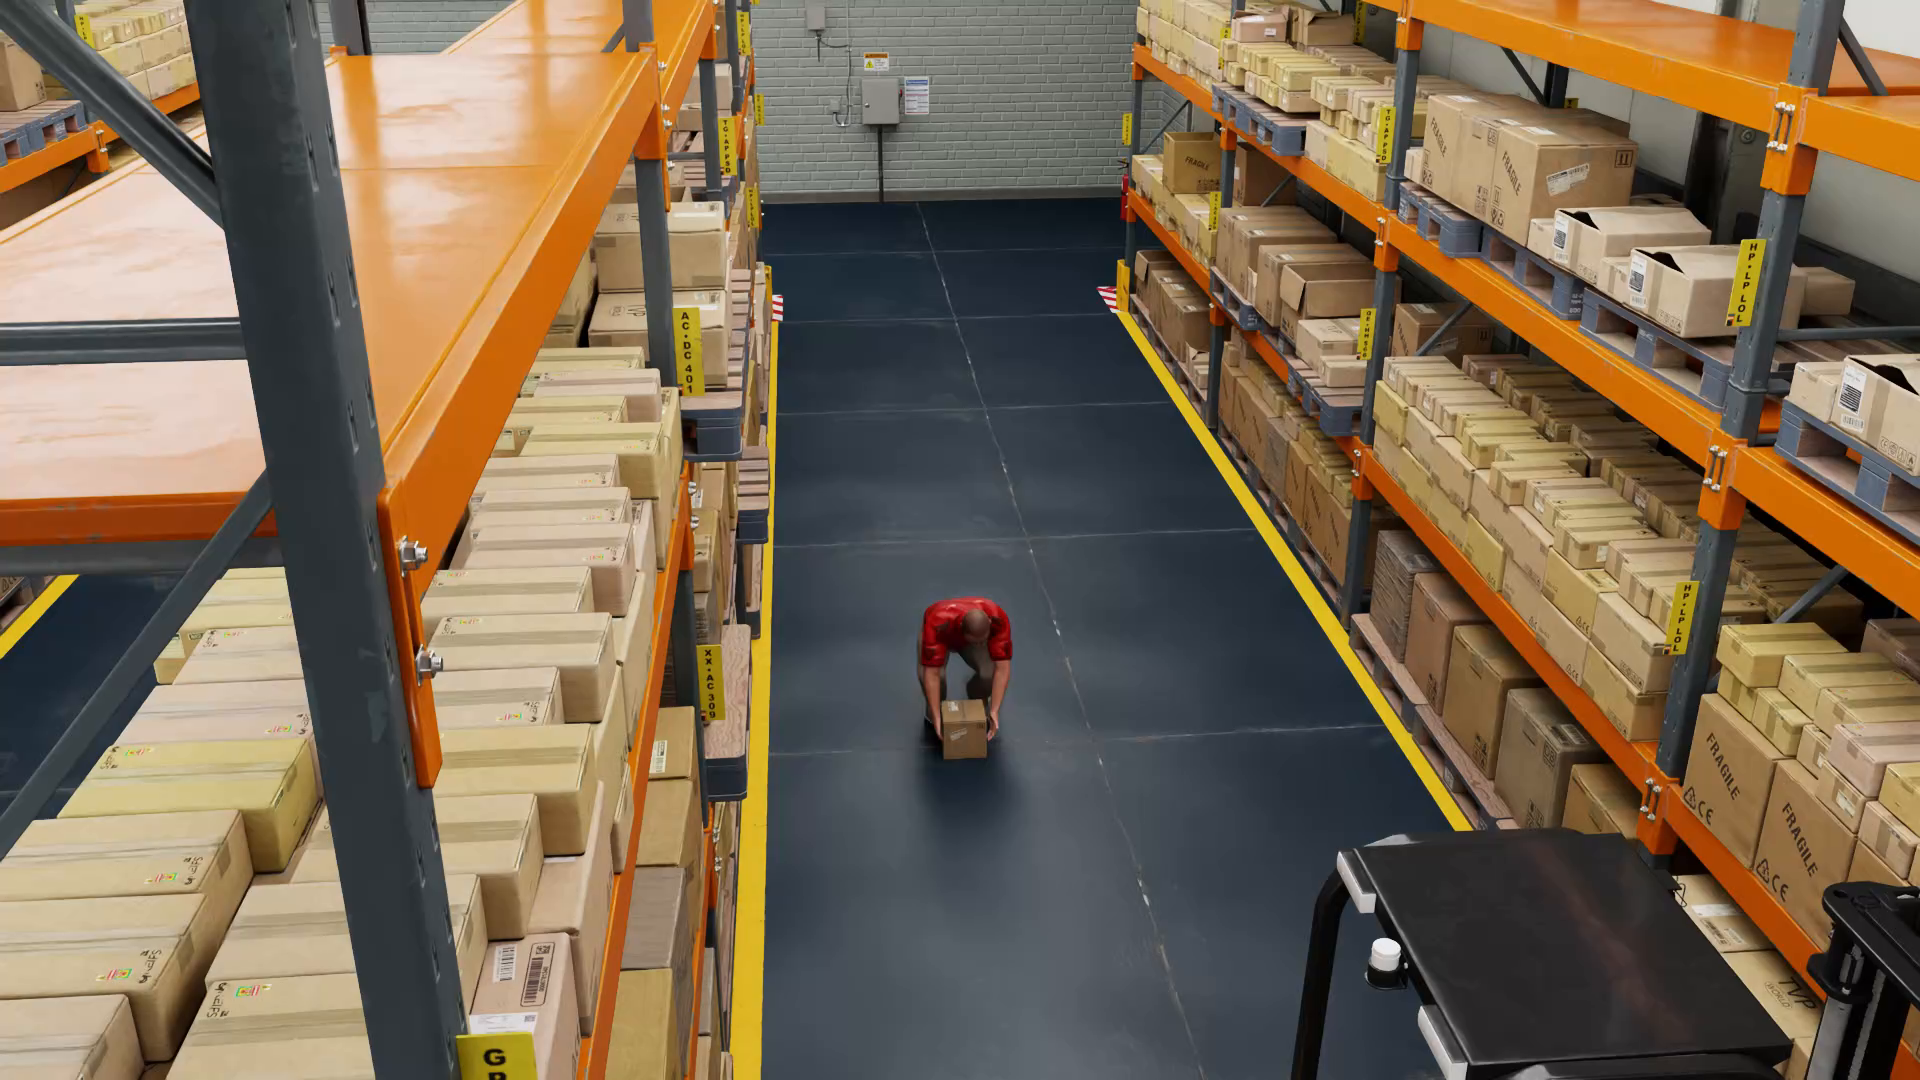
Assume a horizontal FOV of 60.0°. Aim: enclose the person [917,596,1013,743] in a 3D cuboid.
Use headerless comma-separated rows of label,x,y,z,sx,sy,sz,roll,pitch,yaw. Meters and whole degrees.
person,0.015,0.676,9.842,0.556,0.901,0.860,-2,24,-5
